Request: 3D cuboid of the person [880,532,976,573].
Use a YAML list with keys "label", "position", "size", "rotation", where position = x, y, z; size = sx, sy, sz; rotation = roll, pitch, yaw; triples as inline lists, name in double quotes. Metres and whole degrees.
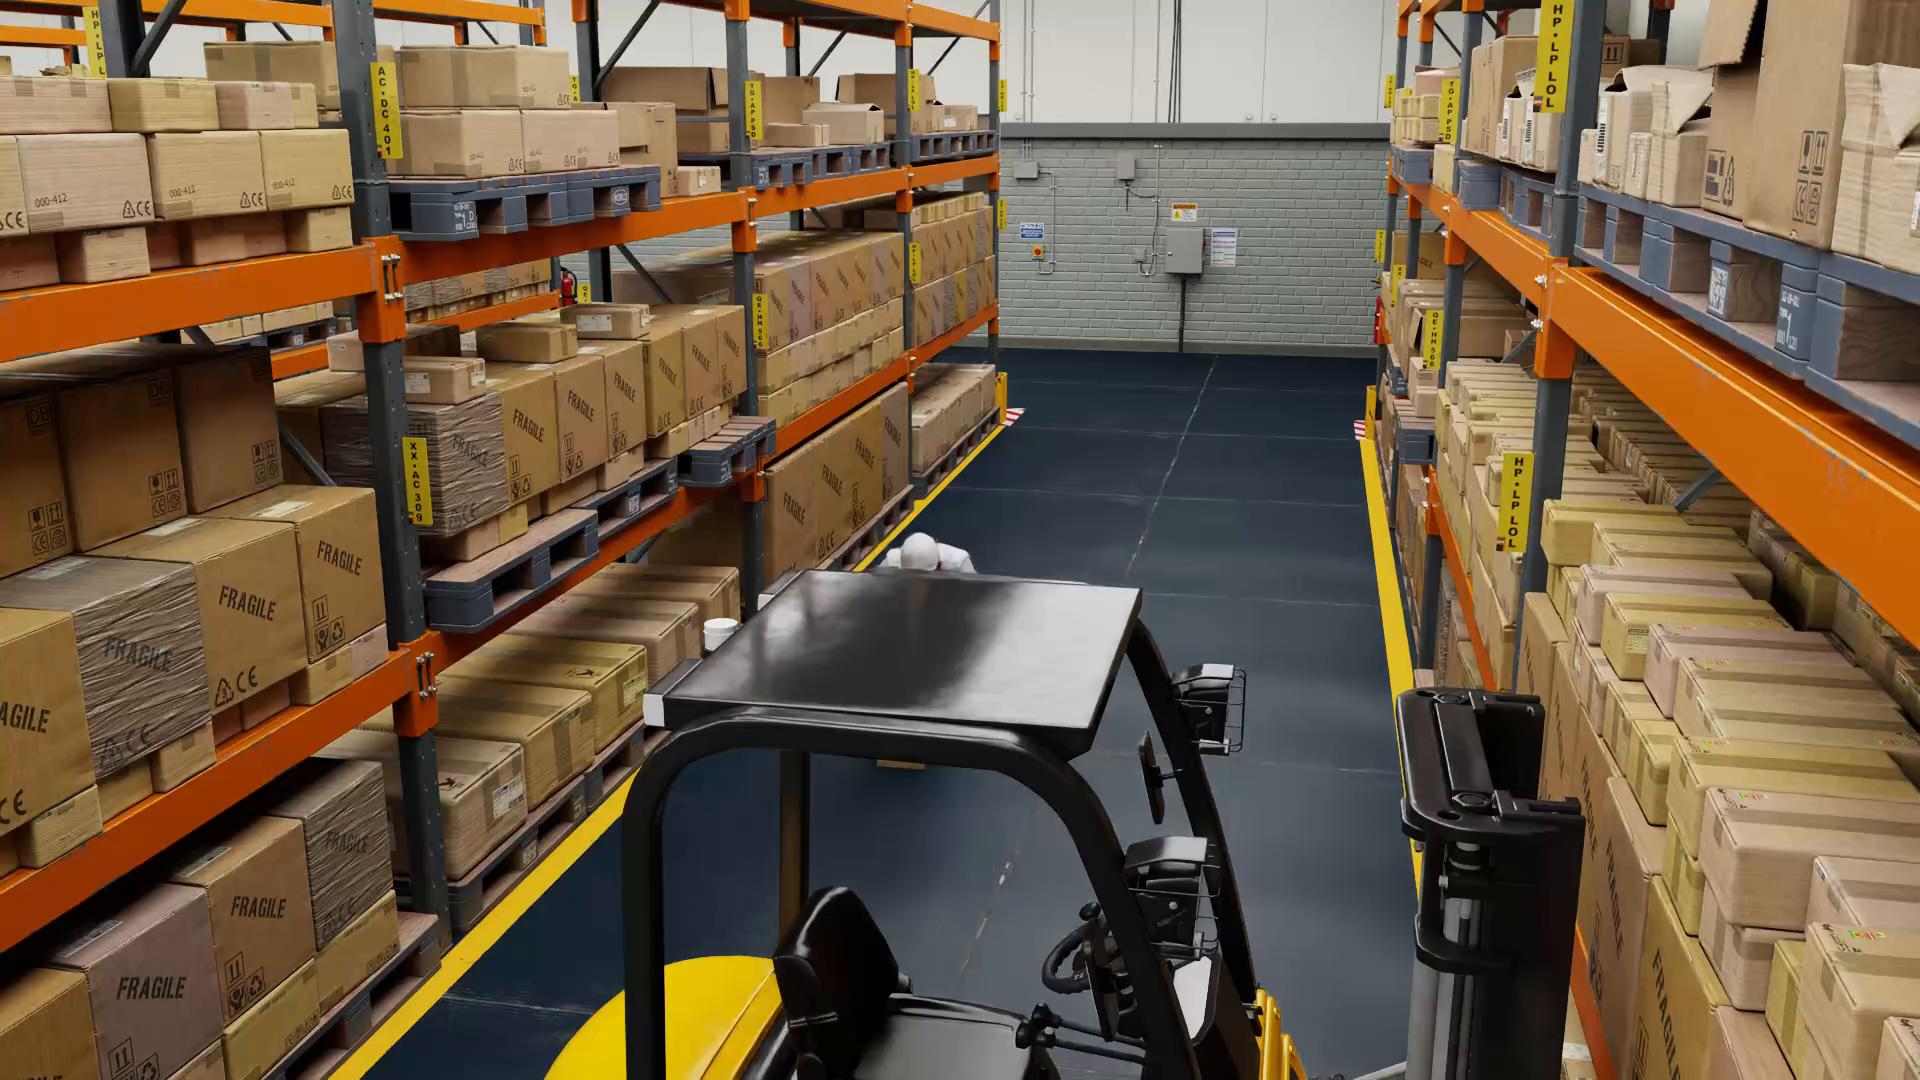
- label: "person"
  position: [-0.157, 0.474, 8.806]
  size: [0.581, 1.201, 0.845]
  rotation: [3, 15, 11]
